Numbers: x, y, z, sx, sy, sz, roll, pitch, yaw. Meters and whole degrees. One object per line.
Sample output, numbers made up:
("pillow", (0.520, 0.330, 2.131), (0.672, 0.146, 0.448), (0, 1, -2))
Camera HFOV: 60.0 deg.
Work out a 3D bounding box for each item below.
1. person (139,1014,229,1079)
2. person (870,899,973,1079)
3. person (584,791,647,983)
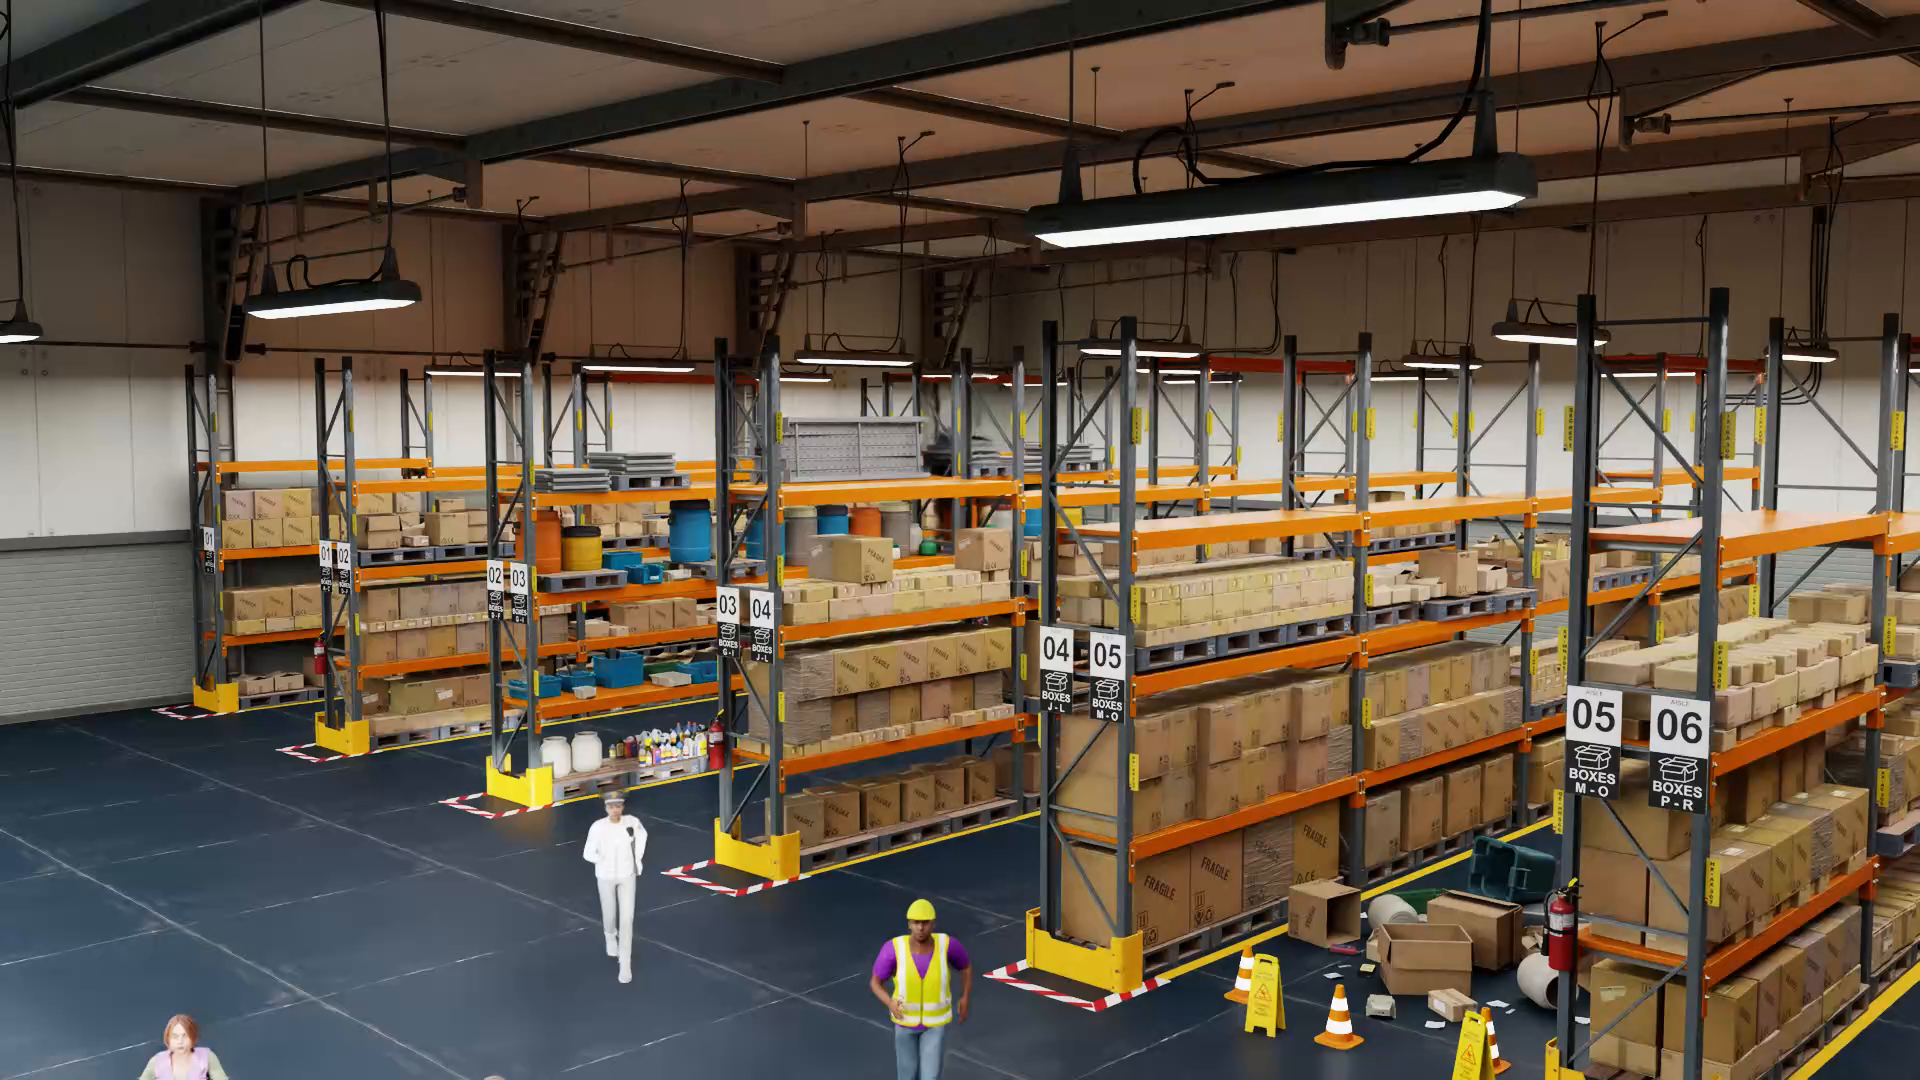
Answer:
("person", (-4.657, 3.606, 9.979), (0.558, 1.586, 0.750), (-2, 5, -22))
("person", (-0.276, 3.345, 11.729), (0.715, 1.690, 0.723), (0, 4, -2))
("person", (-3.186, 3.132, 15.407), (0.574, 1.707, 0.896), (-1, 4, -11))
